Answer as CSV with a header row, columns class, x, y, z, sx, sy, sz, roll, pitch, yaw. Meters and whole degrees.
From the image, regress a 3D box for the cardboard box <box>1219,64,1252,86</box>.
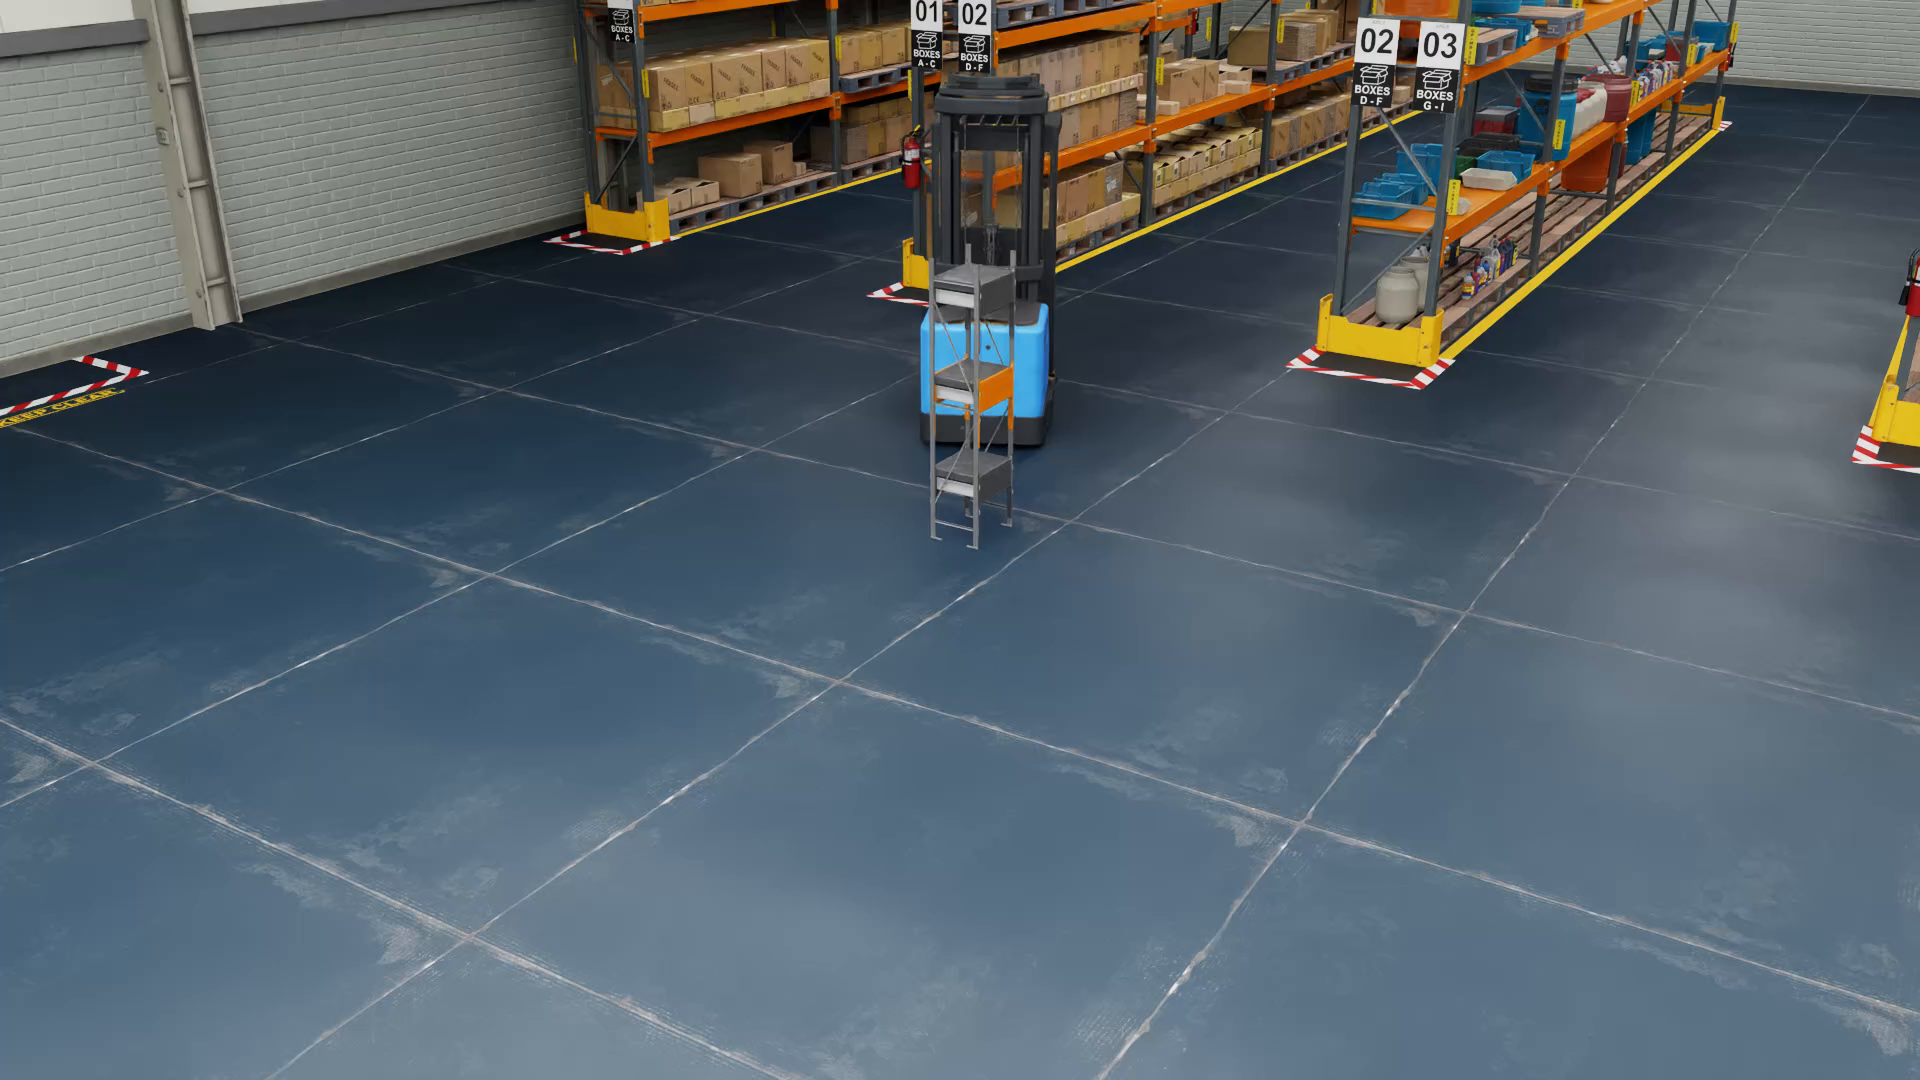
class,x,y,z,sx,sy,sz,roll,pitch,yaw
cardboard box,3.918,-6.769,24.224,0.500,0.311,0.500,16,28,32

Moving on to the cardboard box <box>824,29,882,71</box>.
class,x,y,z,sx,sy,sz,roll,pitch,yaw
cardboard box,-1.575,-7.210,24.450,0.700,0.500,0.500,17,29,34

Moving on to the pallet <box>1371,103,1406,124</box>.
class,x,y,z,sx,sy,sz,roll,pitch,yaw
pallet,7.263,-7.639,29.631,1.003,0.211,1.213,14,27,29

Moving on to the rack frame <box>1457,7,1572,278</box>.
class,x,y,z,sx,sy,sz,roll,pitch,yaw
rack frame,6.243,-4.535,18.949,1.000,3.000,0.127,14,27,29

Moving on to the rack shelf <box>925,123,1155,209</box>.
class,x,y,z,sx,sy,sz,roll,pitch,yaw
rack shelf,0.982,-4.569,19.934,1.077,0.370,4.000,14,27,29

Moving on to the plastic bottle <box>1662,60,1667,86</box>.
class,x,y,z,sx,sy,sz,roll,pitch,yaw
plastic bottle,10.257,-6.833,24.321,0.144,0.351,0.185,14,27,29

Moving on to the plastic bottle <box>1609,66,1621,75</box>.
class,x,y,z,sx,sy,sz,roll,pitch,yaw
plastic bottle,9.536,-6.757,24.239,0.152,0.276,0.135,14,27,29

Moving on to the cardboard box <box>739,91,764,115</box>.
class,x,y,z,sx,sy,sz,roll,pitch,yaw
cardboard box,-2.952,-5.818,22.078,0.500,0.250,0.500,14,27,29

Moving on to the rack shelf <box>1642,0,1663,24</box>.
class,x,y,z,sx,sy,sz,roll,pitch,yaw
rack shelf,9.408,-7.606,23.174,1.077,0.370,4.000,14,27,29

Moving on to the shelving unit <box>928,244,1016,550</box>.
class,x,y,z,sx,sy,sz,roll,pitch,yaw
shelving unit,0.087,-1.019,11.962,0.431,2.100,0.503,14,27,29

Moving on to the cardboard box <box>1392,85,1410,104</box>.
class,x,y,z,sx,sy,sz,roll,pitch,yaw
cardboard box,7.763,-8.015,29.895,0.500,0.250,0.500,14,27,29

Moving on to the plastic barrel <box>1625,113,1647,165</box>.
class,x,y,z,sx,sy,sz,roll,pitch,yaw
plastic barrel,9.788,-6.045,24.552,0.600,0.901,0.708,14,27,29

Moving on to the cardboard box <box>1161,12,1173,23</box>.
class,x,y,z,sx,sy,sz,roll,pitch,yaw
cardboard box,3.522,-10.376,32.066,0.980,0.700,0.700,14,27,29

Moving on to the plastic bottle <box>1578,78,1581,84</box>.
class,x,y,z,sx,sy,sz,roll,pitch,yaw
plastic bottle,8.608,-6.296,23.180,0.097,0.271,0.097,0,23,0

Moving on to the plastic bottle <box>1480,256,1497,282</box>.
class,x,y,z,sx,sy,sz,roll,pitch,yaw
plastic bottle,5.788,-2.981,18.235,0.152,0.276,0.135,14,27,30

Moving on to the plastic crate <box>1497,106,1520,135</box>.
class,x,y,z,sx,sy,sz,roll,pitch,yaw
plastic crate,6.561,-4.965,19.963,0.392,0.384,0.575,14,27,29

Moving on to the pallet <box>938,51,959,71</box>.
class,x,y,z,sx,sy,sz,roll,pitch,yaw
pallet,-0.349,-7.610,26.295,1.213,0.211,1.003,14,27,29

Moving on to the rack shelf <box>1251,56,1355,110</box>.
class,x,y,z,sx,sy,sz,roll,pitch,yaw
rack shelf,5.202,-7.269,26.171,1.077,0.370,4.000,14,27,29

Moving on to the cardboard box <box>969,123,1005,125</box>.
class,x,y,z,sx,sy,sz,roll,pitch,yaw
cardboard box,0.317,-4.655,18.284,0.380,0.149,0.250,14,27,29

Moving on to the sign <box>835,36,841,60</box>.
class,x,y,z,sx,sy,sz,roll,pitch,yaw
sign,-1.708,-6.897,23.316,0.100,0.325,0.005,14,27,29

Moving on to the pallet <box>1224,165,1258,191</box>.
class,x,y,z,sx,sy,sz,roll,pitch,yaw
pallet,3.680,-5.375,24.400,1.003,0.211,1.213,14,27,29

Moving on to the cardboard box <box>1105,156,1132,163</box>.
class,x,y,z,sx,sy,sz,roll,pitch,yaw
cardboard box,2.007,-4.959,22.156,0.500,0.311,0.500,14,27,29

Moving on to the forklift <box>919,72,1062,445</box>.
class,x,y,z,sx,sy,sz,roll,pitch,yaw
forklift,0.322,-2.689,14.771,1.130,2.935,3.031,2,24,5

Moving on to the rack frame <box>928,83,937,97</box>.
class,x,y,z,sx,sy,sz,roll,pitch,yaw
rack frame,-0.063,-7.961,26.864,1.000,3.000,0.127,14,27,29

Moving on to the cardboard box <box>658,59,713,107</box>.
class,x,y,z,sx,sy,sz,roll,pitch,yaw
cardboard box,-3.507,-5.808,21.111,0.500,0.500,0.500,14,27,29

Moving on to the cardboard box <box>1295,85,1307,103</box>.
class,x,y,z,sx,sy,sz,roll,pitch,yaw
cardboard box,5.268,-7.223,26.808,0.500,0.250,0.500,14,27,29

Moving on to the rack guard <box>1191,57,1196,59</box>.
class,x,y,z,sx,sy,sz,roll,pitch,yaw
rack guard,4.169,-9.522,33.616,1.175,0.500,0.348,14,27,29

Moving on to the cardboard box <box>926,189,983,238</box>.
class,x,y,z,sx,sy,sz,roll,pitch,yaw
cardboard box,-0.043,-3.742,19.107,0.500,0.500,0.500,14,27,29

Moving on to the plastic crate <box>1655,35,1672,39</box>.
class,x,y,z,sx,sy,sz,roll,pitch,yaw
plastic crate,11.816,-8.299,27.780,0.416,0.233,0.300,14,27,29

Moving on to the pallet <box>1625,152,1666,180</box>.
class,x,y,z,sx,sy,sz,roll,pitch,yaw
pallet,10.021,-5.703,25.159,1.003,0.211,1.213,14,27,29

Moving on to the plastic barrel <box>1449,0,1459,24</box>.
class,x,y,z,sx,sy,sz,roll,pitch,yaw
plastic barrel,4.627,-5.252,16.064,0.600,0.588,0.600,0,23,0

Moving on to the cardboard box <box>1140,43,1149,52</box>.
class,x,y,z,sx,sy,sz,roll,pitch,yaw
cardboard box,3.502,-9.660,32.590,0.380,0.149,0.250,14,27,29

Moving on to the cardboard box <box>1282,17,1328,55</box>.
class,x,y,z,sx,sy,sz,roll,pitch,yaw
cardboard box,5.378,-7.903,26.076,0.700,0.500,0.500,7,24,16

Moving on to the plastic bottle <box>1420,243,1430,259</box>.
class,x,y,z,sx,sy,sz,roll,pitch,yaw
plastic bottle,5.141,-3.128,18.481,0.144,0.351,0.185,14,27,29

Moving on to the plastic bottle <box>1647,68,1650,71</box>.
class,x,y,z,sx,sy,sz,roll,pitch,yaw
plastic bottle,9.956,-6.701,24.116,0.097,0.271,0.097,0,23,0

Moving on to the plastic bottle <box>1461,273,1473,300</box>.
class,x,y,z,sx,sy,sz,roll,pitch,yaw
plastic bottle,5.355,-2.681,17.548,0.097,0.271,0.097,0,23,0

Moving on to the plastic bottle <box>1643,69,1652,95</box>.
class,x,y,z,sx,sy,sz,roll,pitch,yaw
plastic bottle,9.676,-6.462,23.462,0.144,0.351,0.185,14,27,29

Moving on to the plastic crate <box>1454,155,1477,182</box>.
class,x,y,z,sx,sy,sz,roll,pitch,yaw
plastic crate,5.288,-4.038,18.070,0.450,0.188,0.662,14,27,29

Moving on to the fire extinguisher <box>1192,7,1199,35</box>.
class,x,y,z,sx,sy,sz,roll,pitch,yaw
fire extinguisher,4.628,-10.409,33.084,0.296,0.674,0.183,14,27,29

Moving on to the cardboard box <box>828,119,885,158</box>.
class,x,y,z,sx,sy,sz,roll,pitch,yaw
cardboard box,-1.569,-6.102,25.163,0.700,0.500,0.500,13,27,28

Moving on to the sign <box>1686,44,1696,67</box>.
class,x,y,z,sx,sy,sz,roll,pitch,yaw
sign,10.930,-7.246,24.864,0.100,0.325,0.005,14,27,29

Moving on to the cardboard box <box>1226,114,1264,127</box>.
class,x,y,z,sx,sy,sz,roll,pitch,yaw
cardboard box,4.441,-6.344,25.721,0.500,0.500,0.500,15,28,31

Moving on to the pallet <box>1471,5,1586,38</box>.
class,x,y,z,sx,sy,sz,roll,pitch,yaw
pallet,5.946,-5.561,17.781,1.213,0.211,1.003,14,27,29

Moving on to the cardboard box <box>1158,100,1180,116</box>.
class,x,y,z,sx,sy,sz,roll,pitch,yaw
cardboard box,2.678,-5.715,21.992,0.380,0.149,0.250,14,27,29

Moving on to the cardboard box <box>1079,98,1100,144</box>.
class,x,y,z,sx,sy,sz,roll,pitch,yaw
cardboard box,1.268,-5.121,20.177,0.700,0.500,0.500,14,27,30

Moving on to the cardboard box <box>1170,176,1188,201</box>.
class,x,y,z,sx,sy,sz,roll,pitch,yaw
cardboard box,2.731,-4.761,22.405,0.500,0.250,0.500,15,27,30

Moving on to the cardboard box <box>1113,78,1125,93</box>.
class,x,y,z,sx,sy,sz,roll,pitch,yaw
cardboard box,1.808,-5.609,20.488,0.380,0.149,0.250,13,27,27

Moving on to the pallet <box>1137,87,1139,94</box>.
class,x,y,z,sx,sy,sz,roll,pitch,yaw
pallet,3.157,-8.685,32.046,1.003,0.211,1.213,14,27,29

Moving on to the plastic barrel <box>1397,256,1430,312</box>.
class,x,y,z,sx,sy,sz,roll,pitch,yaw
plastic barrel,4.680,-2.643,17.182,0.421,0.512,0.421,0,23,0

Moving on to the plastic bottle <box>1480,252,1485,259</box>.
class,x,y,z,sx,sy,sz,roll,pitch,yaw
plastic bottle,5.776,-3.051,18.388,0.061,0.283,0.133,14,27,29

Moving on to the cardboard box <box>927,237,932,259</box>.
class,x,y,z,sx,sy,sz,roll,pitch,yaw
cardboard box,-0.041,-3.398,19.255,0.500,0.250,0.500,14,27,29

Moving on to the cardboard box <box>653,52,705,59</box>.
class,x,y,z,sx,sy,sz,roll,pitch,yaw
cardboard box,-3.672,-6.092,21.767,0.500,0.500,0.500,13,27,28

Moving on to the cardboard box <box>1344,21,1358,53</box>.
class,x,y,z,sx,sy,sz,roll,pitch,yaw
cardboard box,6.758,-8.435,27.833,0.500,0.500,0.500,15,27,30
